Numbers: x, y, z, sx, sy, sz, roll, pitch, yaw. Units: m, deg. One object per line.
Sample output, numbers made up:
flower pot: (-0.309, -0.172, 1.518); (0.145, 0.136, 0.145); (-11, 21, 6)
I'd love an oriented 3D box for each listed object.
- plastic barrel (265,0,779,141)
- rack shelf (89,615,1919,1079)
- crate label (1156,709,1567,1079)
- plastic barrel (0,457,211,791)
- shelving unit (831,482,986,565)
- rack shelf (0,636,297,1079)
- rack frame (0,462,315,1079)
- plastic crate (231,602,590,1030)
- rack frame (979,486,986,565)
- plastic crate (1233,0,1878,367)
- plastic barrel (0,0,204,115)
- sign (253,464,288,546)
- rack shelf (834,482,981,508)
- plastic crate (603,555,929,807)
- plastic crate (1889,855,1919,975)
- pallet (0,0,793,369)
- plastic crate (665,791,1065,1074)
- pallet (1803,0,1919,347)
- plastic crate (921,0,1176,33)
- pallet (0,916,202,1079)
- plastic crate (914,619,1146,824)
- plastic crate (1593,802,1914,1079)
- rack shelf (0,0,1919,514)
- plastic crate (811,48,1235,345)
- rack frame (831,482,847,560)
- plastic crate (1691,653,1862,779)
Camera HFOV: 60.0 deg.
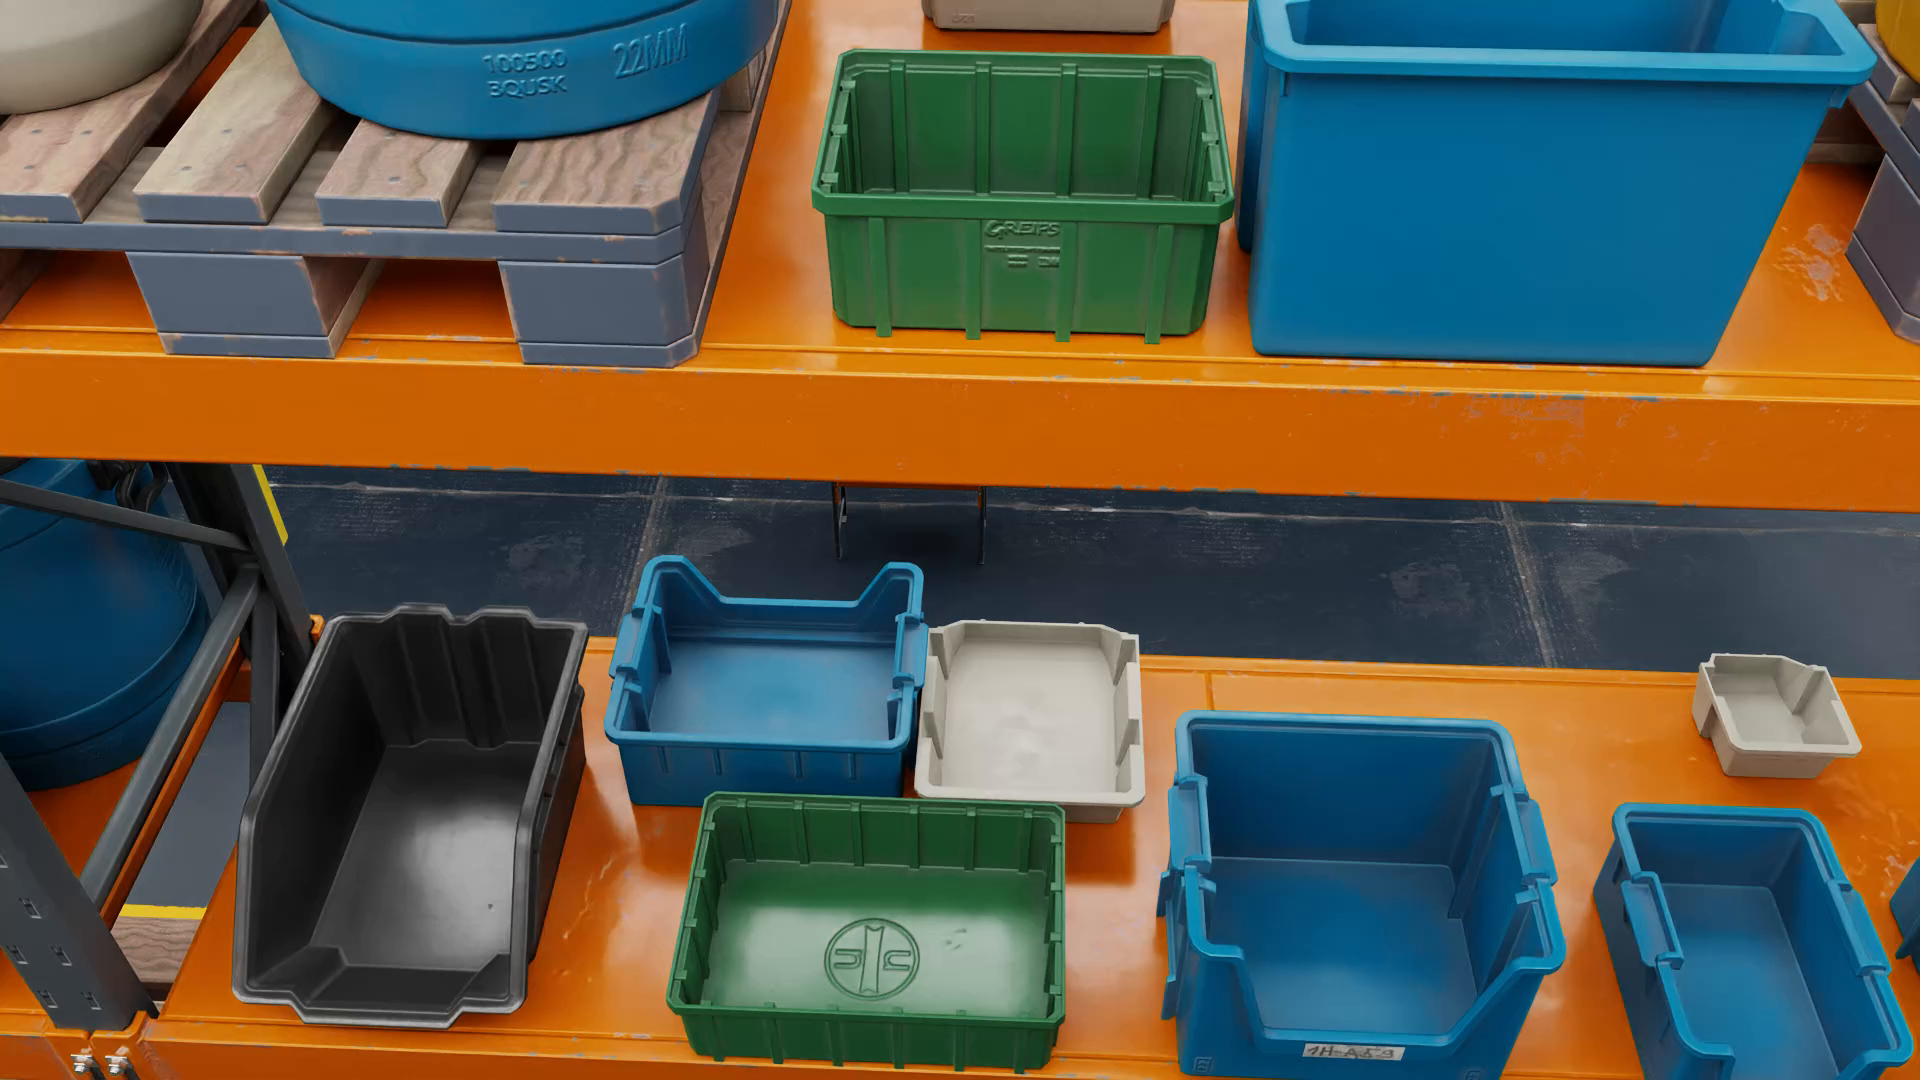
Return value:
plastic barrel: (-0.502, -0.948, 1.690); (0.708, 0.901, 0.600); (2, 43, 2)
rack shelf: (0.507, 0.708, 3.317); (4.000, 0.370, 1.077); (2, 43, 2)
crate label: (0.654, 0.621, 2.857); (0.616, 0.435, 0.502); (2, 43, 2)
plastic barrel: (-1.864, -0.018, 3.201); (0.708, 0.901, 0.600); (2, 43, 2)
shelving unit: (-0.165, -0.444, 5.346); (0.503, 1.200, 0.258); (2, 43, 2)
rack shelf: (-3.489, 0.585, 3.449); (4.000, 0.370, 1.077); (2, 43, 2)
rack frame: (-1.491, 0.384, 3.138); (0.127, 3.000, 1.000); (2, 43, 2)
plastic crate: (-0.974, 0.509, 3.049); (0.504, 0.338, 0.767); (2, 43, 2)
rack frame: (0.078, -0.437, 5.338); (0.015, 1.200, 0.240); (2, 43, 2)
plastic crate: (0.586, -0.439, 1.832); (0.575, 0.384, 0.392); (2, 43, 2)
plastic barrel: (-1.070, -0.762, 1.776); (0.421, 0.512, 0.421); (0, 43, 0)
sign: (-1.456, -0.092, 3.445); (0.005, 0.325, 0.100); (2, 43, 2)
rack shelf: (-0.165, -0.250, 5.528); (0.480, 0.148, 0.258); (2, 43, 2)
plastic crate: (-0.374, 0.287, 3.350); (0.616, 0.251, 0.499); (2, 43, 2)
plastic crate: (1.991, 0.749, 2.854); (0.616, 0.251, 0.499); (2, 43, 2)
pallet: (-0.766, -0.689, 2.227); (1.003, 0.211, 1.213); (2, 43, 2)
plastic crate: (-0.148, 0.695, 2.959); (0.662, 0.188, 0.450); (2, 43, 2)
pallet: (1.682, -0.614, 2.147); (1.213, 0.211, 1.003); (2, 43, 2)
plastic crate: (0.130, -0.844, 2.448); (0.396, 0.136, 0.243); (2, 43, 2)
pallet: (-2.278, 1.406, 4.086); (1.213, 0.211, 1.003); (2, 43, 2)
plastic crate: (0.142, 0.357, 3.359); (0.437, 0.136, 0.530); (2, 43, 2)
plastic crate: (1.343, 0.725, 2.880); (0.408, 0.251, 0.499); (2, 43, 2)
rack shelf: (0.507, -0.389, 2.295); (4.000, 0.370, 1.077); (2, 43, 2)
plastic crate: (0.073, -0.403, 1.936); (0.450, 0.188, 0.336); (2, 43, 2)
rack frame: (-0.409, -0.452, 5.355); (0.015, 1.200, 0.240); (2, 43, 2)
plastic crate: (1.625, 0.356, 3.360); (0.250, 0.136, 0.298); (2, 43, 2)
